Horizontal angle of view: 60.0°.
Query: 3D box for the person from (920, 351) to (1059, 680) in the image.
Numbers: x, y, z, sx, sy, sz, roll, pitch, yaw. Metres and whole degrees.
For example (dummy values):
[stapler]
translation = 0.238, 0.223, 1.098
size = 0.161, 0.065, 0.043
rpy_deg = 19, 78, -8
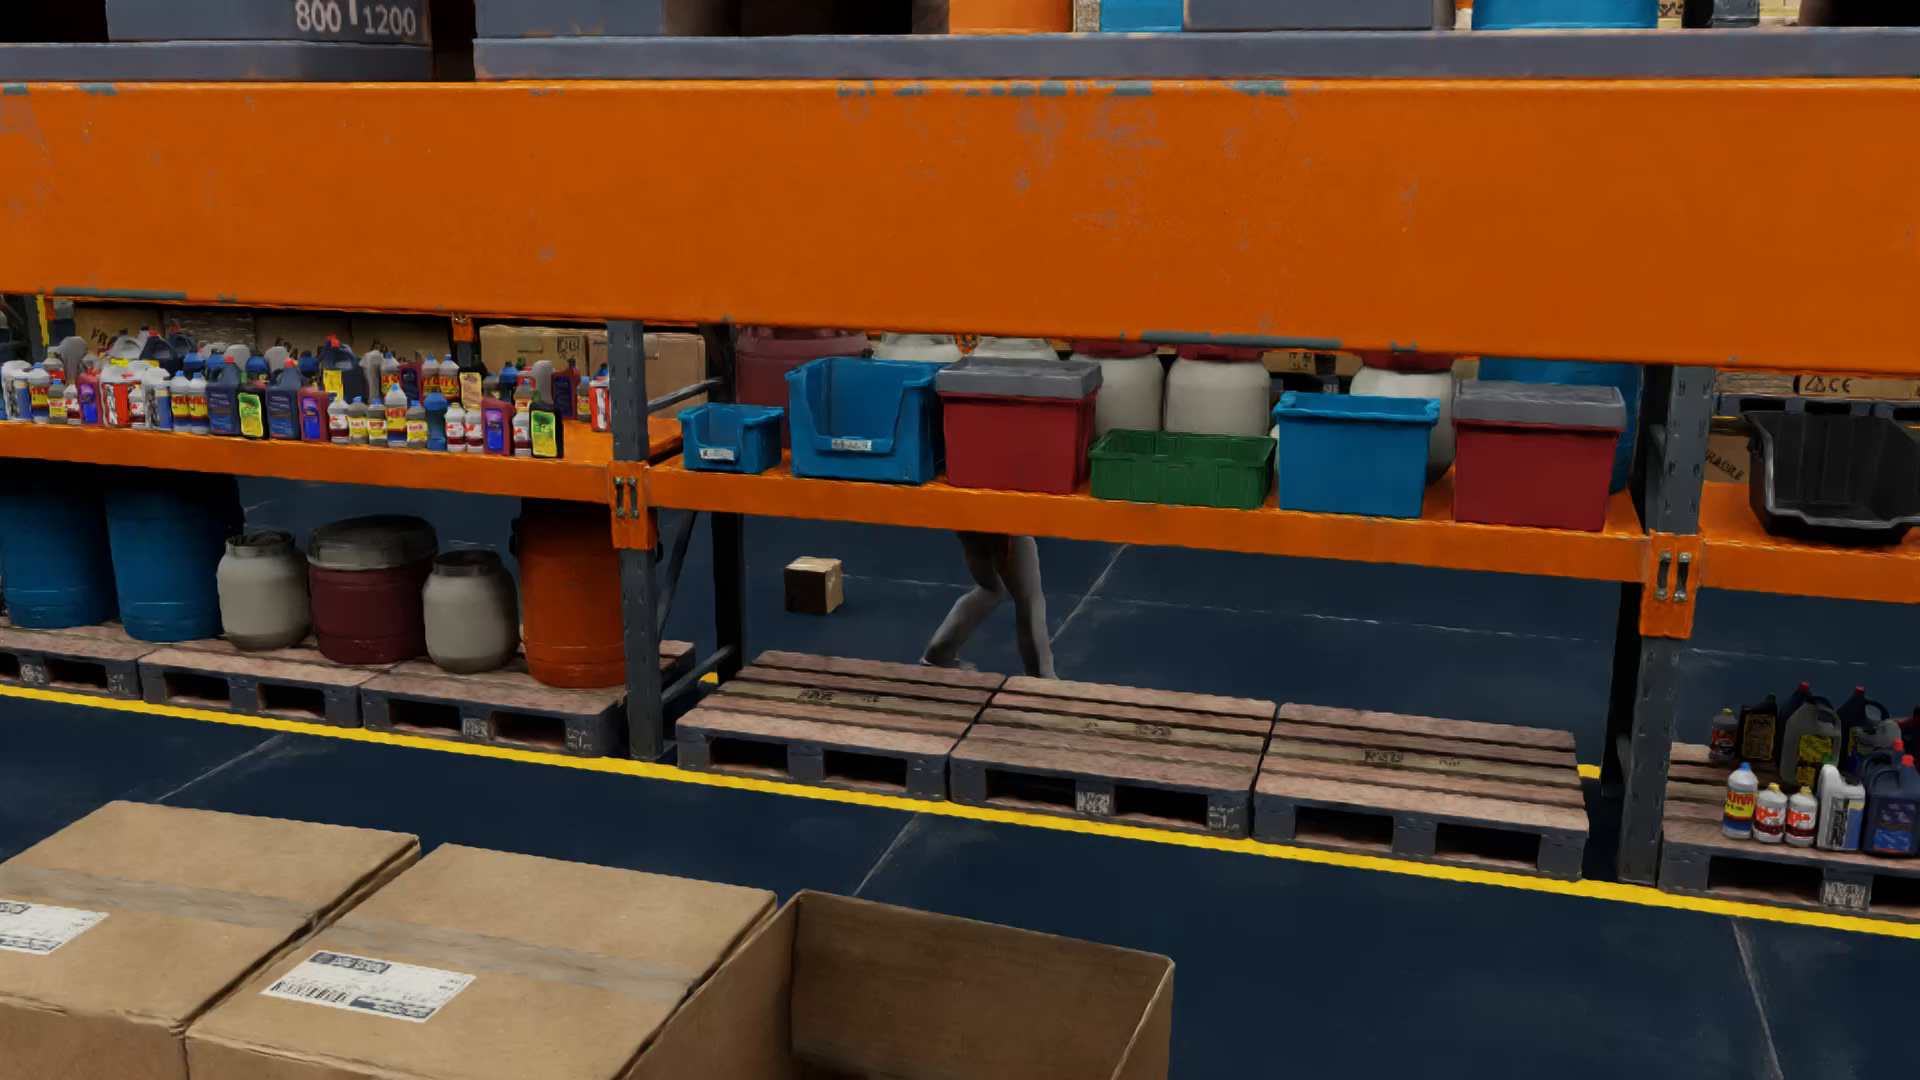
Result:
[person]
translation = 0.226, -0.066, 7.783
size = 0.654, 1.650, 0.591
rpy_deg = 15, 21, 43
